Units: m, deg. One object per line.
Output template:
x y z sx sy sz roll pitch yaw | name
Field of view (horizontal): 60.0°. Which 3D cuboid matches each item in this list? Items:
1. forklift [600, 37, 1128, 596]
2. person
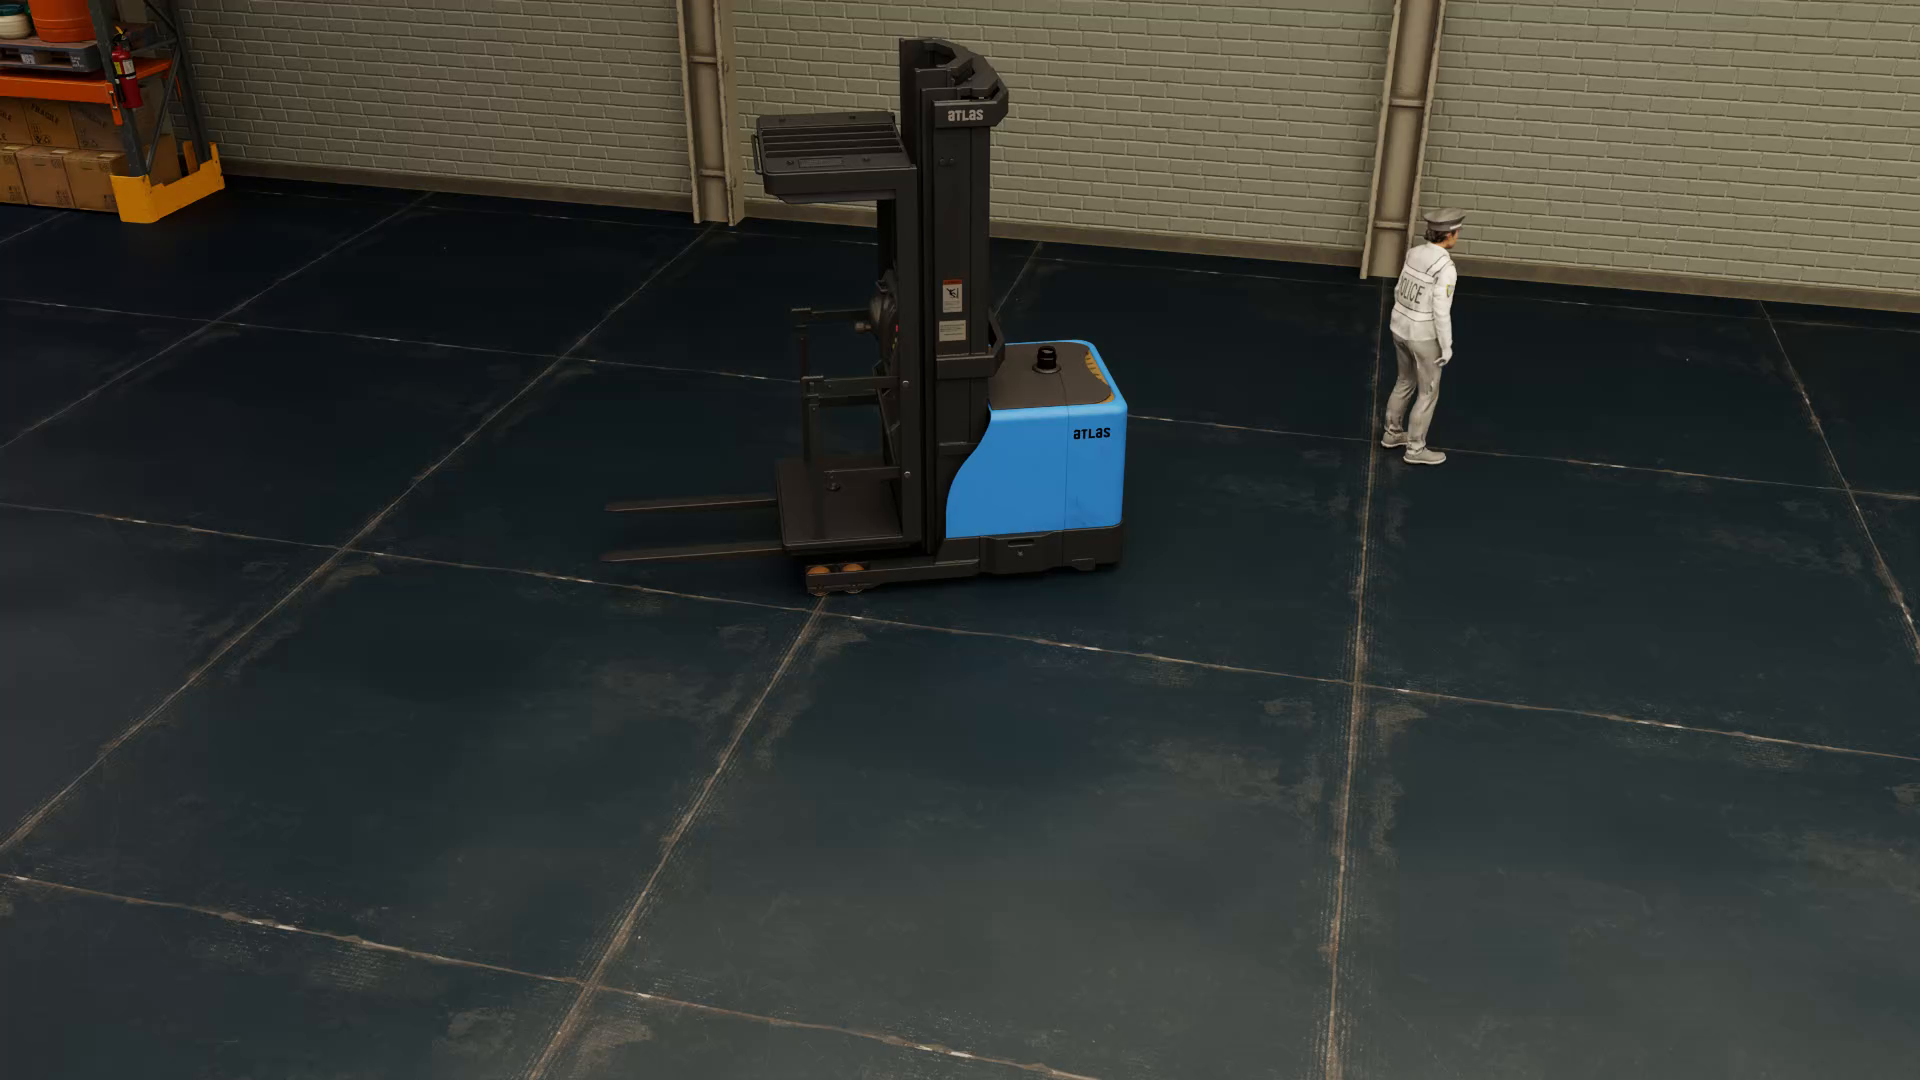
-0.602 -1.232 9.345 3.031 2.935 1.130 -4 30 -7 | forklift
3.001 -1.325 10.797 0.377 1.663 0.530 -11 31 -18 | person
